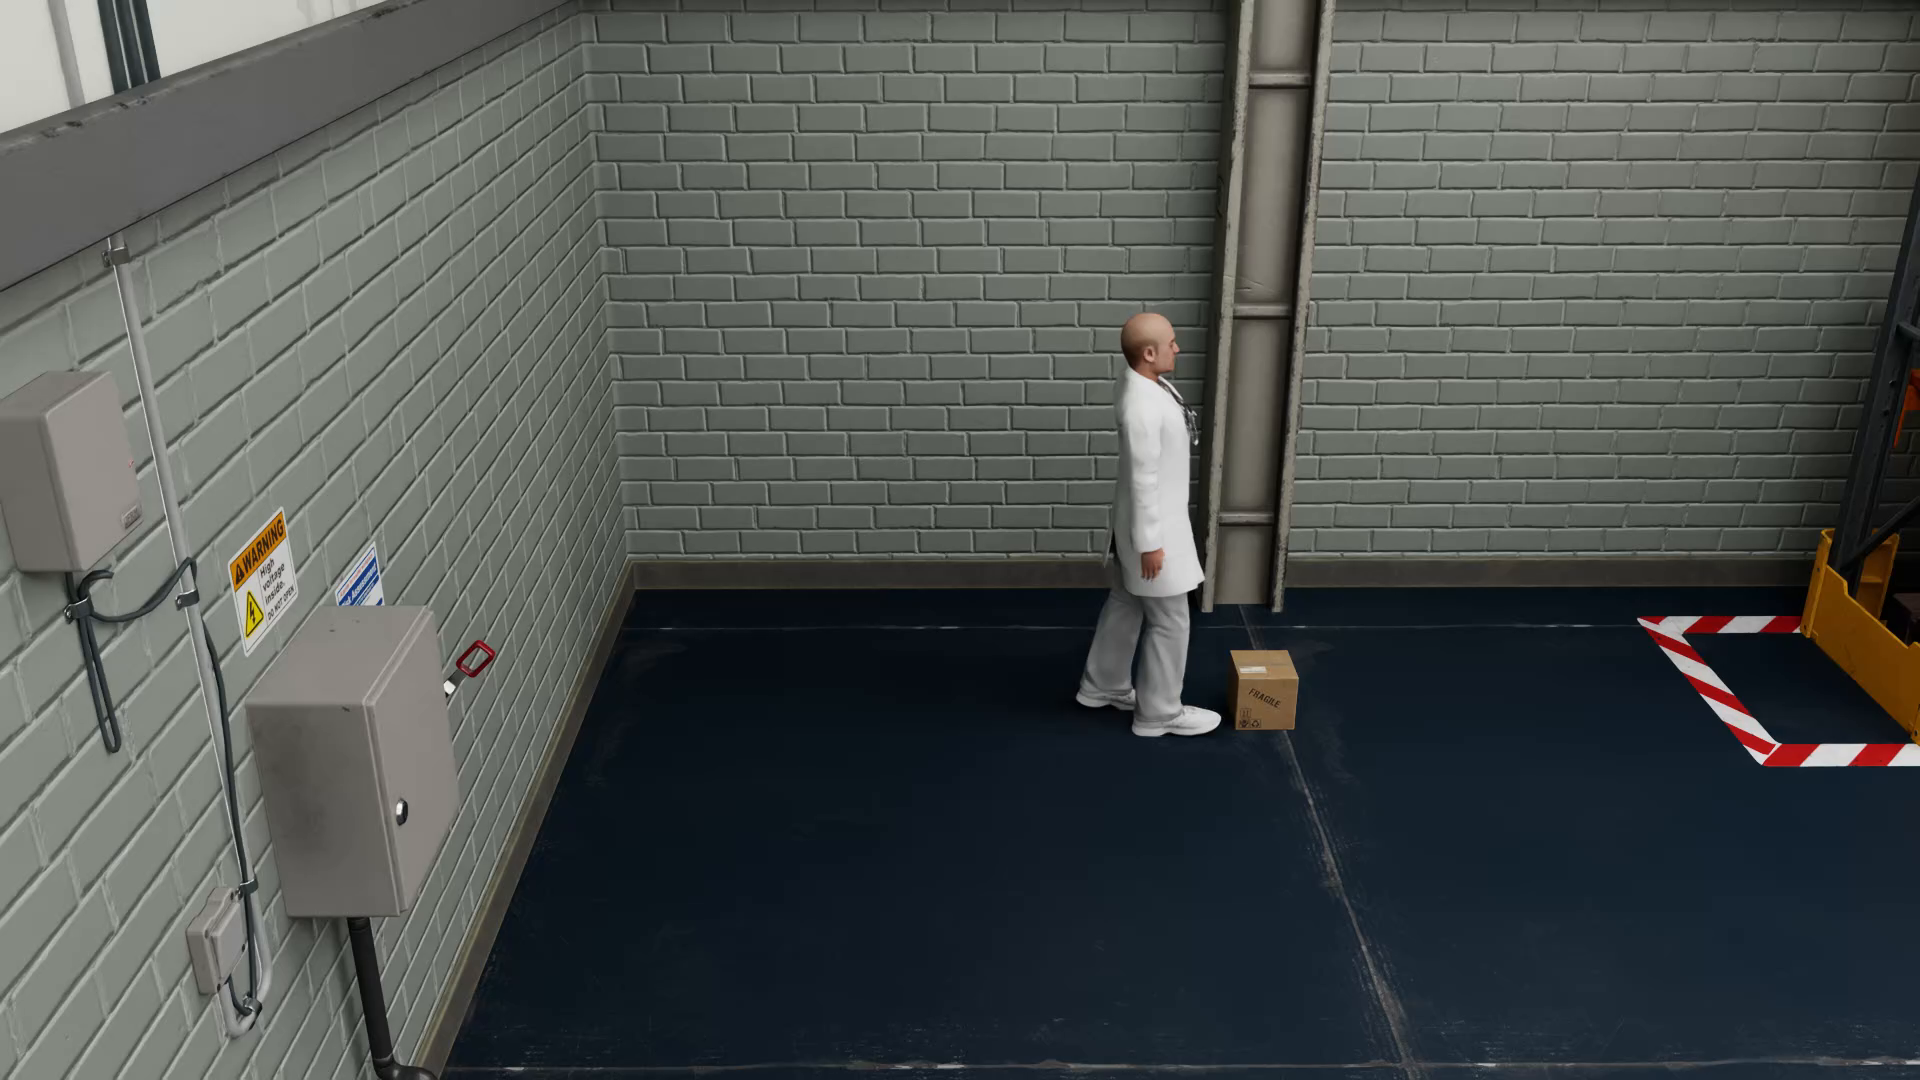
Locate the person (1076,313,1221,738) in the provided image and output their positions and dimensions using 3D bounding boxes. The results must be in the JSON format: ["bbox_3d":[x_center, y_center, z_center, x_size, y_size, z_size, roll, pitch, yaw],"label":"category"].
[{"bbox_3d":[0.796,-0.055,6.761,0.596,1.788,0.587,0,24,0],"label":"person"}]
